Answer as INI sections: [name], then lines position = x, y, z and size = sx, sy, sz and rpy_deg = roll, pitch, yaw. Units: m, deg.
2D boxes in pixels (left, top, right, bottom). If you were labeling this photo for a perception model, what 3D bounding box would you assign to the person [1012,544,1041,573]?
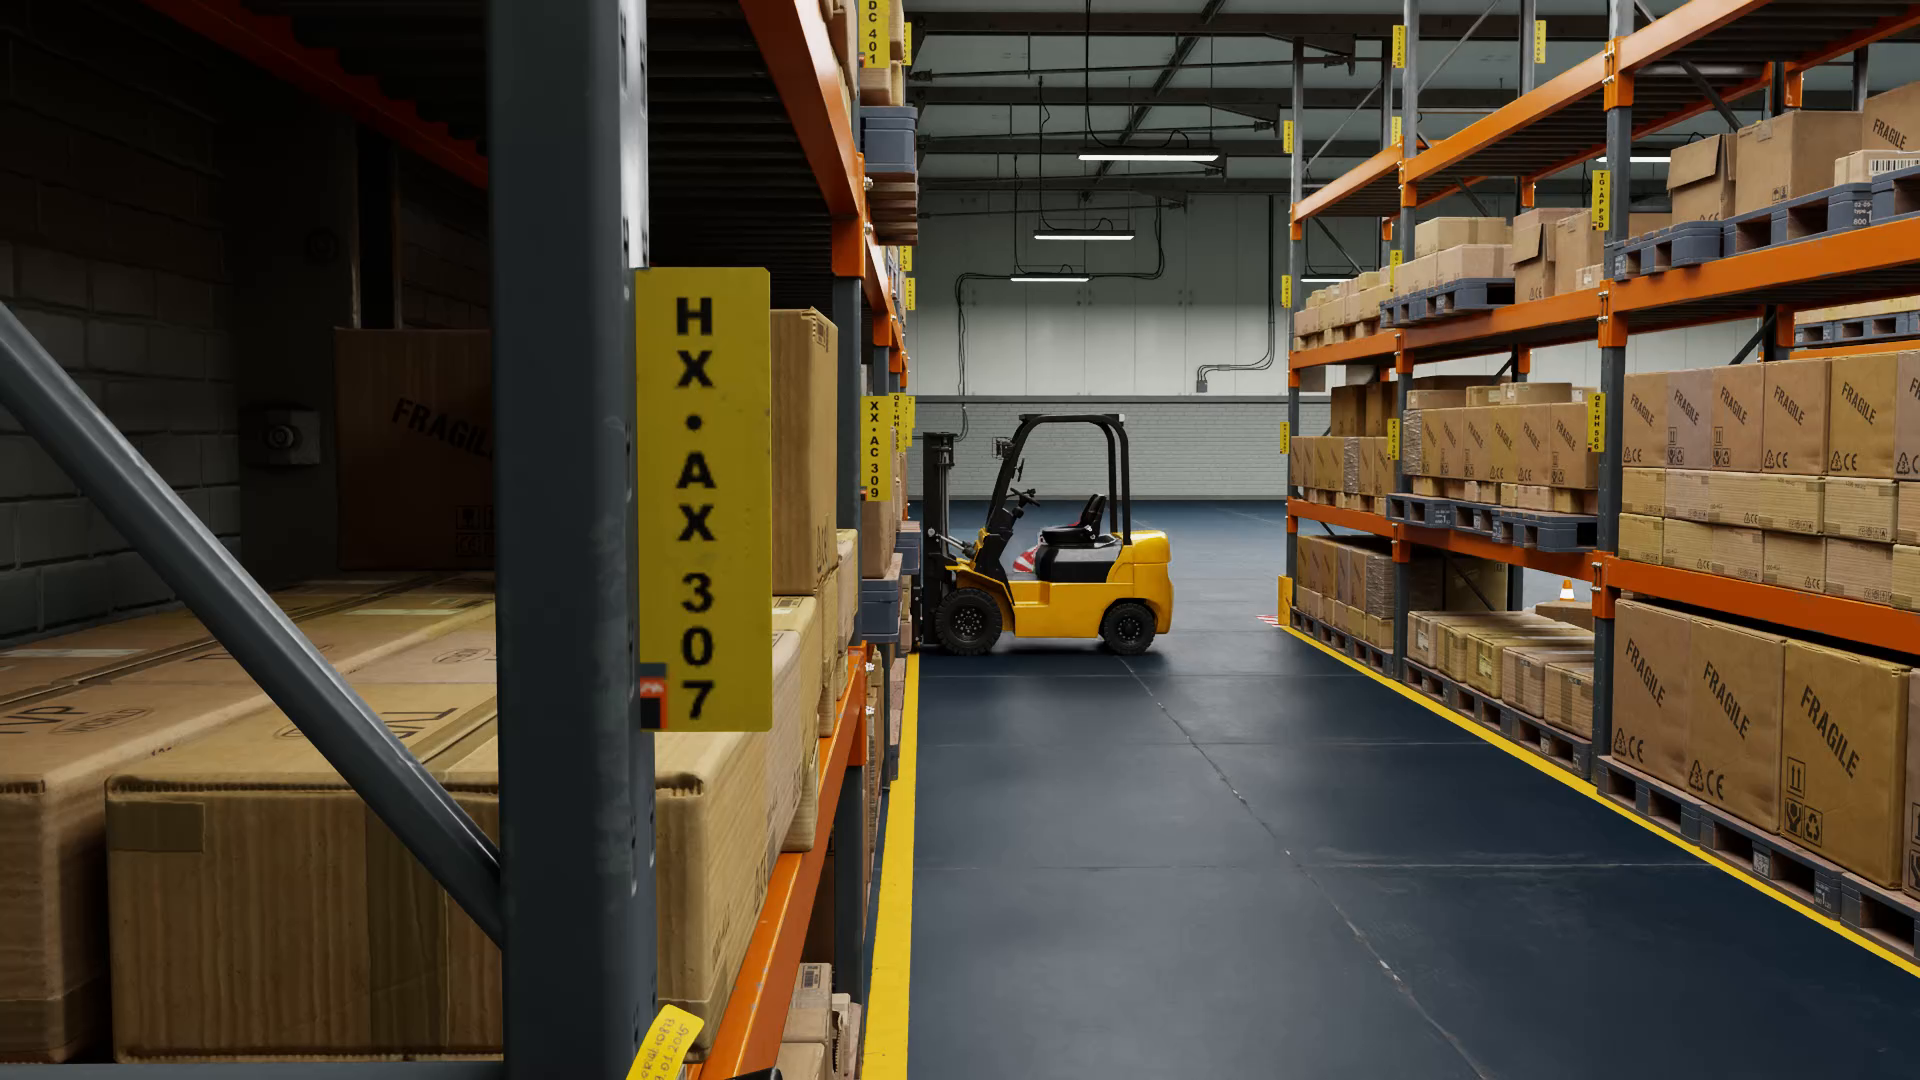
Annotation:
[person]
position = 1.044, 0.382, 18.957
size = 0.901, 0.879, 0.547
rpy_deg = 0, 4, -1
